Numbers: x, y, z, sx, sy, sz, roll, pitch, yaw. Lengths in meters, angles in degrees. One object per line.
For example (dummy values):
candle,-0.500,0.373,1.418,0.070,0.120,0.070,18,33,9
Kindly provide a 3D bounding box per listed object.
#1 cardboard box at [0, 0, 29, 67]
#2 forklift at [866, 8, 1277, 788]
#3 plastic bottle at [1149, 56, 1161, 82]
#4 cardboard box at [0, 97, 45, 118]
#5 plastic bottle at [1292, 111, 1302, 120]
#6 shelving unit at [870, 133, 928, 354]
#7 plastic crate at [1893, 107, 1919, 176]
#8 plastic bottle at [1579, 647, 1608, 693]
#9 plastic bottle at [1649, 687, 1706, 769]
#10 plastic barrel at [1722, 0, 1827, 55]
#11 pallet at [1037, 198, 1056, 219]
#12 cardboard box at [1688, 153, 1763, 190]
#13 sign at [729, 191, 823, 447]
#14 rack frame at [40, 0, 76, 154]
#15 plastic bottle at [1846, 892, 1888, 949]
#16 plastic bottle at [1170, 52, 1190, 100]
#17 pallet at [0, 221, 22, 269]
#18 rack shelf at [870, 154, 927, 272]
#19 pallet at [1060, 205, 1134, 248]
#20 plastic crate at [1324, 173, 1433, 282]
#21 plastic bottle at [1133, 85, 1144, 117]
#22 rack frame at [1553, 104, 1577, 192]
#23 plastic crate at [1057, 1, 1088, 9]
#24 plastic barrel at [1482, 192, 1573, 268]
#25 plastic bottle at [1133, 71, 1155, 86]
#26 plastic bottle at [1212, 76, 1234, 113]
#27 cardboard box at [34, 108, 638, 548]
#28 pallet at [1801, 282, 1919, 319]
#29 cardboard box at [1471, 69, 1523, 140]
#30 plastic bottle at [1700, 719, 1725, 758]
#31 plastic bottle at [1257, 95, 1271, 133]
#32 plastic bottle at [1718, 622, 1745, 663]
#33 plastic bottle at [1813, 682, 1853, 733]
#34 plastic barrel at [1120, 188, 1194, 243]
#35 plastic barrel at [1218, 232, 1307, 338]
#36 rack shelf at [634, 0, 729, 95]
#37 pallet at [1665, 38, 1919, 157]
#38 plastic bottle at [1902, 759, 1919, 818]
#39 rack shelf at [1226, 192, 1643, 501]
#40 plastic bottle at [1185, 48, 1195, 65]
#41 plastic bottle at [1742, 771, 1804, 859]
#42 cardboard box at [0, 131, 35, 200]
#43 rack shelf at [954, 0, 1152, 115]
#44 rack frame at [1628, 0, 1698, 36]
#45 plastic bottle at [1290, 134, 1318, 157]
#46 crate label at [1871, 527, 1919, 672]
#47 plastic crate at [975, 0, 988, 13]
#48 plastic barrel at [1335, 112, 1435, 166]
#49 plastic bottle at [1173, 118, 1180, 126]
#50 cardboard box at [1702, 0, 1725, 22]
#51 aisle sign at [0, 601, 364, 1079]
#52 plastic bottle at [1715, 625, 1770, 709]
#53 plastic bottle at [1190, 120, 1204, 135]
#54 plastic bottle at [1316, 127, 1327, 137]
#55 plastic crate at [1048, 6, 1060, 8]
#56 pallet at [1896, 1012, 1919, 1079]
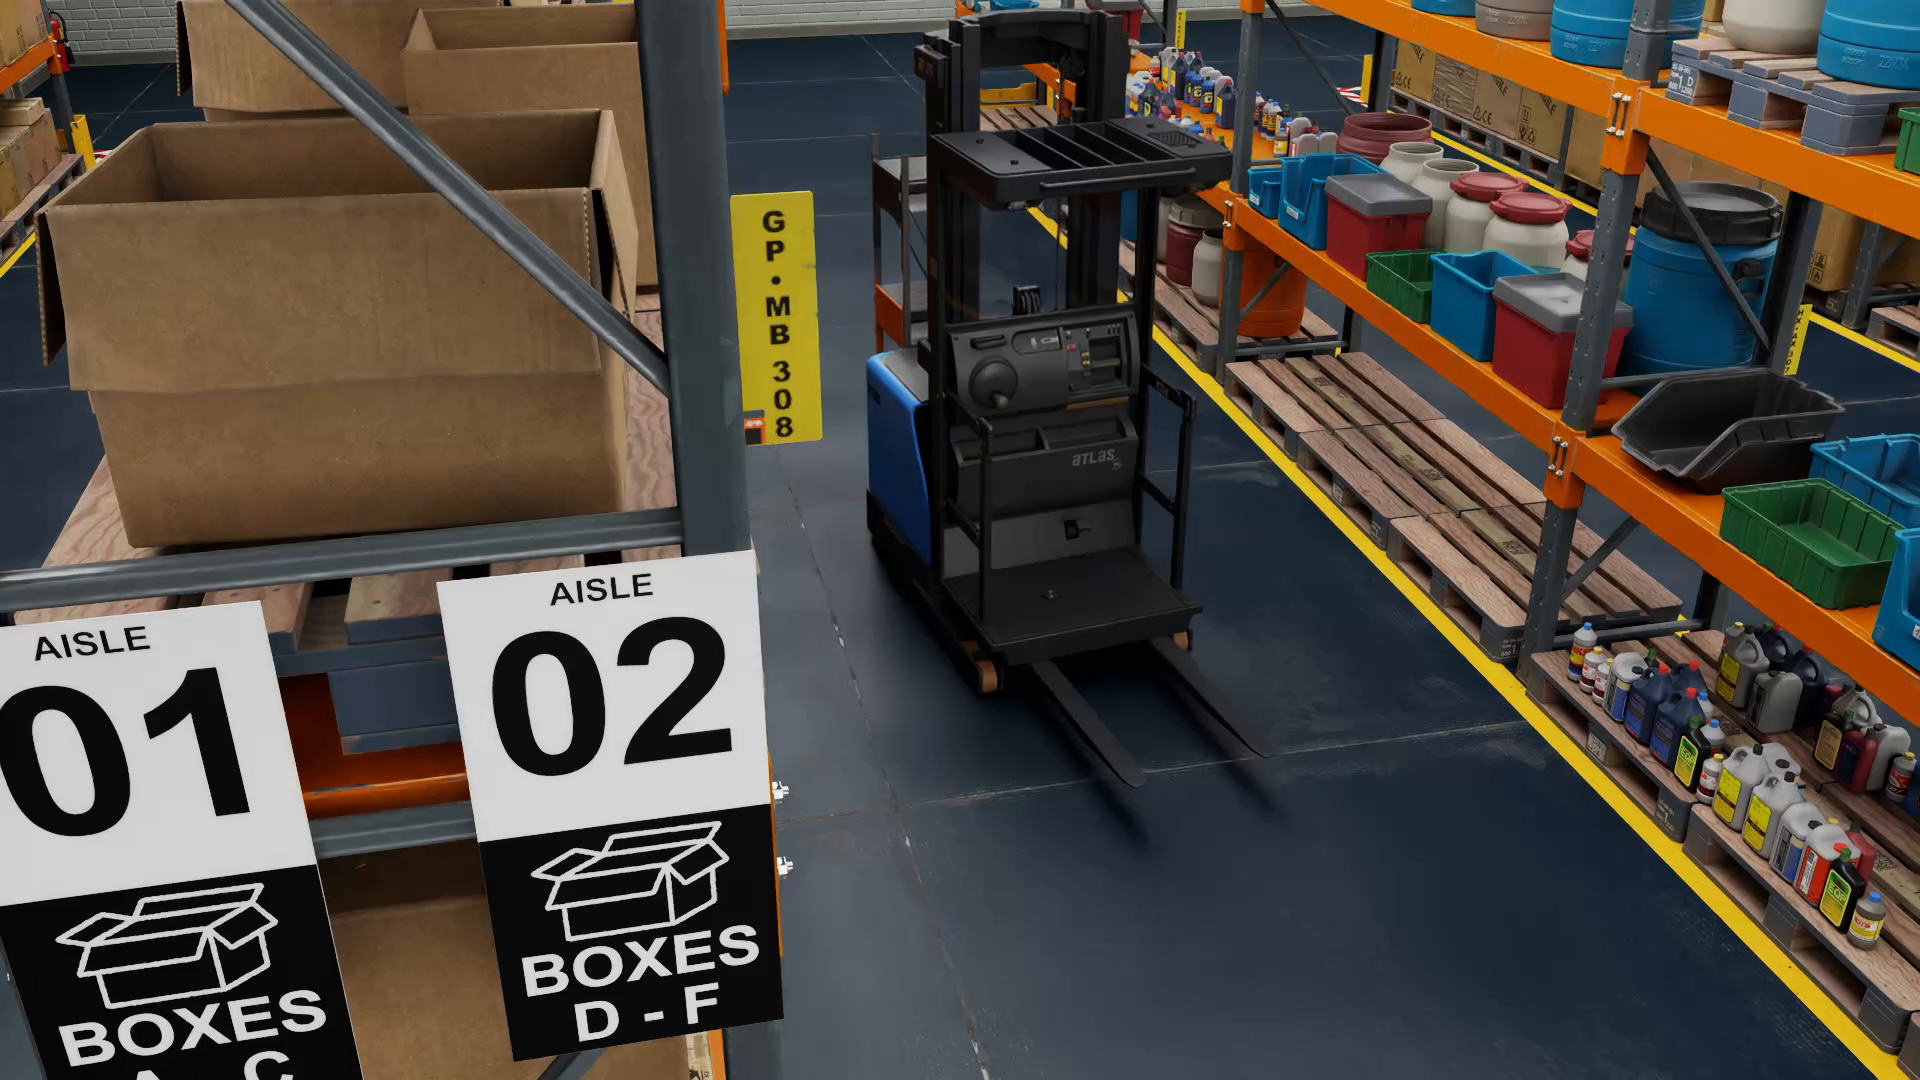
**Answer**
cardboard box,-8.901,-4.565,14.632,0.980,0.700,0.700,-6,27,-12
forklift,0.482,-0.795,7.572,1.130,2.935,3.031,-10,28,-18
plastic bottle,1.640,-3.972,14.011,0.097,0.201,0.097,0,27,0
cardboard box,-8.738,-3.998,15.430,0.380,0.149,0.250,-6,27,-12
plastic bottle,2.382,-2.903,11.802,0.061,0.283,0.133,-6,27,-12
shelving unit,-0.198,-1.163,9.223,0.431,2.100,0.503,-10,28,-18
plastic crate,3.247,-1.234,5.272,0.336,0.188,0.450,-6,27,-12
plastic bottle,2.824,0.572,7.405,0.097,0.201,0.097,0,27,0
plastic bottle,2.977,0.756,6.875,0.144,0.351,0.185,-7,28,-14
plastic barrel,3.062,-2.077,6.118,0.421,0.512,0.421,0,27,0
pallet,1.150,-3.296,15.545,1.003,0.211,1.213,-6,27,-12
cardboard box,6.752,-2.905,13.568,1.225,0.875,0.875,-6,27,-11
sign,-0.227,-0.271,2.071,0.100,0.325,0.005,-6,27,-12
rack frame,-9.200,-4.972,15.771,1.000,3.000,0.127,-6,27,-12
plastic bottle,3.217,1.337,5.889,0.097,0.201,0.097,0,27,0
plastic bottle,1.781,-3.734,13.373,0.144,0.351,0.185,-6,27,-12
pallet,-8.394,-2.313,13.598,1.003,0.211,1.213,-6,27,-12
rack shelf,-0.198,-1.775,8.914,0.431,0.518,0.480,-10,28,-18
pallet,1.487,-2.634,14.234,1.003,0.211,1.213,-6,27,-12
plastic crate,2.321,-1.754,9.325,0.402,0.464,0.583,-6,27,-12
plastic bottle,1.369,-3.318,12.637,0.097,0.271,0.097,0,27,0
rack frame,6.179,-4.725,15.282,1.000,3.000,0.127,-6,27,-12
plastic crate,1.189,-4.885,15.664,0.437,0.282,0.530,-6,27,-12
plastic barrel,2.989,-1.535,8.811,0.433,0.535,0.433,0,27,0
plastic bottle,1.444,-3.533,13.059,0.152,0.276,0.135,-6,27,-12
plastic bottle,2.036,-3.484,12.960,0.152,0.276,0.135,-6,27,-12
cardboard box,-0.894,-0.340,2.530,0.797,0.503,0.637,-4,27,-8
pallet,6.976,-2.078,13.132,1.003,0.211,1.213,-6,27,-12
cardboard box,5.906,-4.657,17.039,0.875,0.875,0.875,-6,27,-12
plastic bottle,3.046,0.852,6.773,0.097,0.271,0.097,0,27,0
plastic bottle,2.256,-3.148,12.288,0.061,0.283,0.133,-6,27,-12
plastic bottle,3.542,0.471,7.606,0.097,0.201,0.097,0,27,0
plastic bottle,3.703,0.711,7.038,0.061,0.283,0.133,-4,27,-8
plastic barrel,1.619,-2.921,13.571,0.600,0.901,0.708,-6,27,-12
plastic barrel,2.128,-1.897,11.623,0.600,0.830,0.708,-6,27,-12
rack shelf,-1.220,-1.509,3.495,1.077,0.370,4.000,-6,27,-12
pallet,3.414,-1.658,6.086,1.213,0.211,1.003,-6,27,-12
plastic bottle,3.807,0.957,6.565,0.097,0.271,0.097,0,27,0
rack shelf,2.706,-1.267,9.229,1.077,0.370,4.000,-6,27,-12
plastic bottle,1.880,-3.830,13.563,0.144,0.351,0.185,-6,27,-12
plastic bottle,3.114,1.024,6.344,0.144,0.351,0.185,-5,27,-9
cardboard box,-8.718,-3.306,14.779,0.700,0.500,0.500,-7,28,-13
rack shelf,0.903,-4.779,16.187,1.077,0.370,4.000,-6,27,-12
rack frame,3.156,-3.388,5.976,1.000,3.000,0.127,-6,27,-12
plastic bottle,2.324,-2.618,11.245,0.152,0.276,0.135,-6,27,-12
crate label,3.380,0.250,5.387,0.502,0.435,0.616,-6,27,-12
plastic crate,0.335,-5.499,16.935,0.416,0.233,0.300,-6,27,-12
plastic barrel,2.655,-2.354,10.433,0.600,0.536,0.708,-6,27,-12
plastic bottle,1.556,-2.922,11.930,0.097,0.201,0.097,0,27,0
cardboard box,6.474,-4.635,13.880,0.797,0.503,0.637,-6,27,-11
aisle sign,-1.040,0.446,2.153,0.394,0.787,0.004,-6,27,-12
plastic bottle,3.442,0.544,7.294,0.144,0.351,0.185,-6,27,-12
plastic bottle,1.644,-2.782,11.575,0.097,0.271,0.097,0,27,0
plastic bottle,2.473,-2.685,11.383,0.097,0.271,0.097,0,27,0
plastic crate,1.035,-5.171,16.391,0.298,0.136,0.250,-6,27,-12
pallet,3.817,1.905,5.241,1.003,0.211,1.213,-6,27,-12
